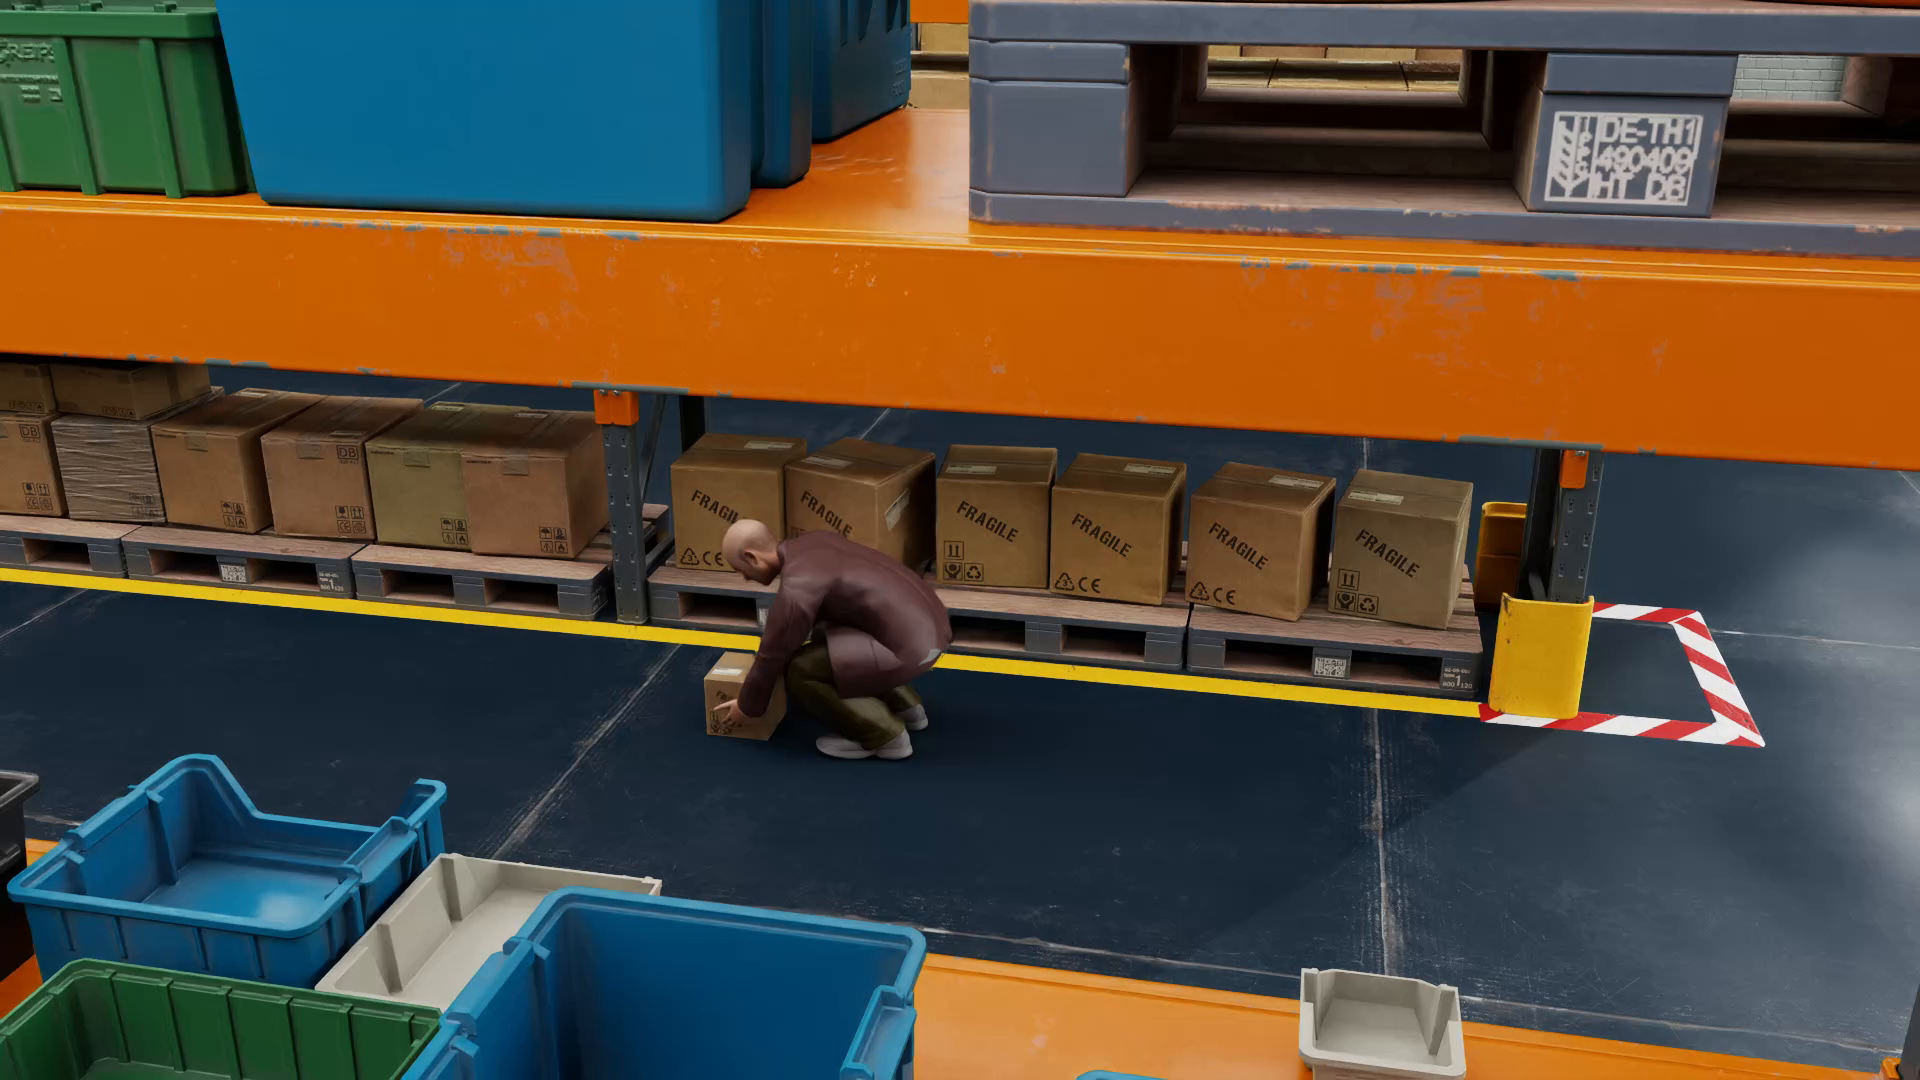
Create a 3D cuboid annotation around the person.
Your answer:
[{"bbox_3d":[-0.494,0.352,6.408,0.901,0.904,0.604,5,22,12],"label":"person"}]
